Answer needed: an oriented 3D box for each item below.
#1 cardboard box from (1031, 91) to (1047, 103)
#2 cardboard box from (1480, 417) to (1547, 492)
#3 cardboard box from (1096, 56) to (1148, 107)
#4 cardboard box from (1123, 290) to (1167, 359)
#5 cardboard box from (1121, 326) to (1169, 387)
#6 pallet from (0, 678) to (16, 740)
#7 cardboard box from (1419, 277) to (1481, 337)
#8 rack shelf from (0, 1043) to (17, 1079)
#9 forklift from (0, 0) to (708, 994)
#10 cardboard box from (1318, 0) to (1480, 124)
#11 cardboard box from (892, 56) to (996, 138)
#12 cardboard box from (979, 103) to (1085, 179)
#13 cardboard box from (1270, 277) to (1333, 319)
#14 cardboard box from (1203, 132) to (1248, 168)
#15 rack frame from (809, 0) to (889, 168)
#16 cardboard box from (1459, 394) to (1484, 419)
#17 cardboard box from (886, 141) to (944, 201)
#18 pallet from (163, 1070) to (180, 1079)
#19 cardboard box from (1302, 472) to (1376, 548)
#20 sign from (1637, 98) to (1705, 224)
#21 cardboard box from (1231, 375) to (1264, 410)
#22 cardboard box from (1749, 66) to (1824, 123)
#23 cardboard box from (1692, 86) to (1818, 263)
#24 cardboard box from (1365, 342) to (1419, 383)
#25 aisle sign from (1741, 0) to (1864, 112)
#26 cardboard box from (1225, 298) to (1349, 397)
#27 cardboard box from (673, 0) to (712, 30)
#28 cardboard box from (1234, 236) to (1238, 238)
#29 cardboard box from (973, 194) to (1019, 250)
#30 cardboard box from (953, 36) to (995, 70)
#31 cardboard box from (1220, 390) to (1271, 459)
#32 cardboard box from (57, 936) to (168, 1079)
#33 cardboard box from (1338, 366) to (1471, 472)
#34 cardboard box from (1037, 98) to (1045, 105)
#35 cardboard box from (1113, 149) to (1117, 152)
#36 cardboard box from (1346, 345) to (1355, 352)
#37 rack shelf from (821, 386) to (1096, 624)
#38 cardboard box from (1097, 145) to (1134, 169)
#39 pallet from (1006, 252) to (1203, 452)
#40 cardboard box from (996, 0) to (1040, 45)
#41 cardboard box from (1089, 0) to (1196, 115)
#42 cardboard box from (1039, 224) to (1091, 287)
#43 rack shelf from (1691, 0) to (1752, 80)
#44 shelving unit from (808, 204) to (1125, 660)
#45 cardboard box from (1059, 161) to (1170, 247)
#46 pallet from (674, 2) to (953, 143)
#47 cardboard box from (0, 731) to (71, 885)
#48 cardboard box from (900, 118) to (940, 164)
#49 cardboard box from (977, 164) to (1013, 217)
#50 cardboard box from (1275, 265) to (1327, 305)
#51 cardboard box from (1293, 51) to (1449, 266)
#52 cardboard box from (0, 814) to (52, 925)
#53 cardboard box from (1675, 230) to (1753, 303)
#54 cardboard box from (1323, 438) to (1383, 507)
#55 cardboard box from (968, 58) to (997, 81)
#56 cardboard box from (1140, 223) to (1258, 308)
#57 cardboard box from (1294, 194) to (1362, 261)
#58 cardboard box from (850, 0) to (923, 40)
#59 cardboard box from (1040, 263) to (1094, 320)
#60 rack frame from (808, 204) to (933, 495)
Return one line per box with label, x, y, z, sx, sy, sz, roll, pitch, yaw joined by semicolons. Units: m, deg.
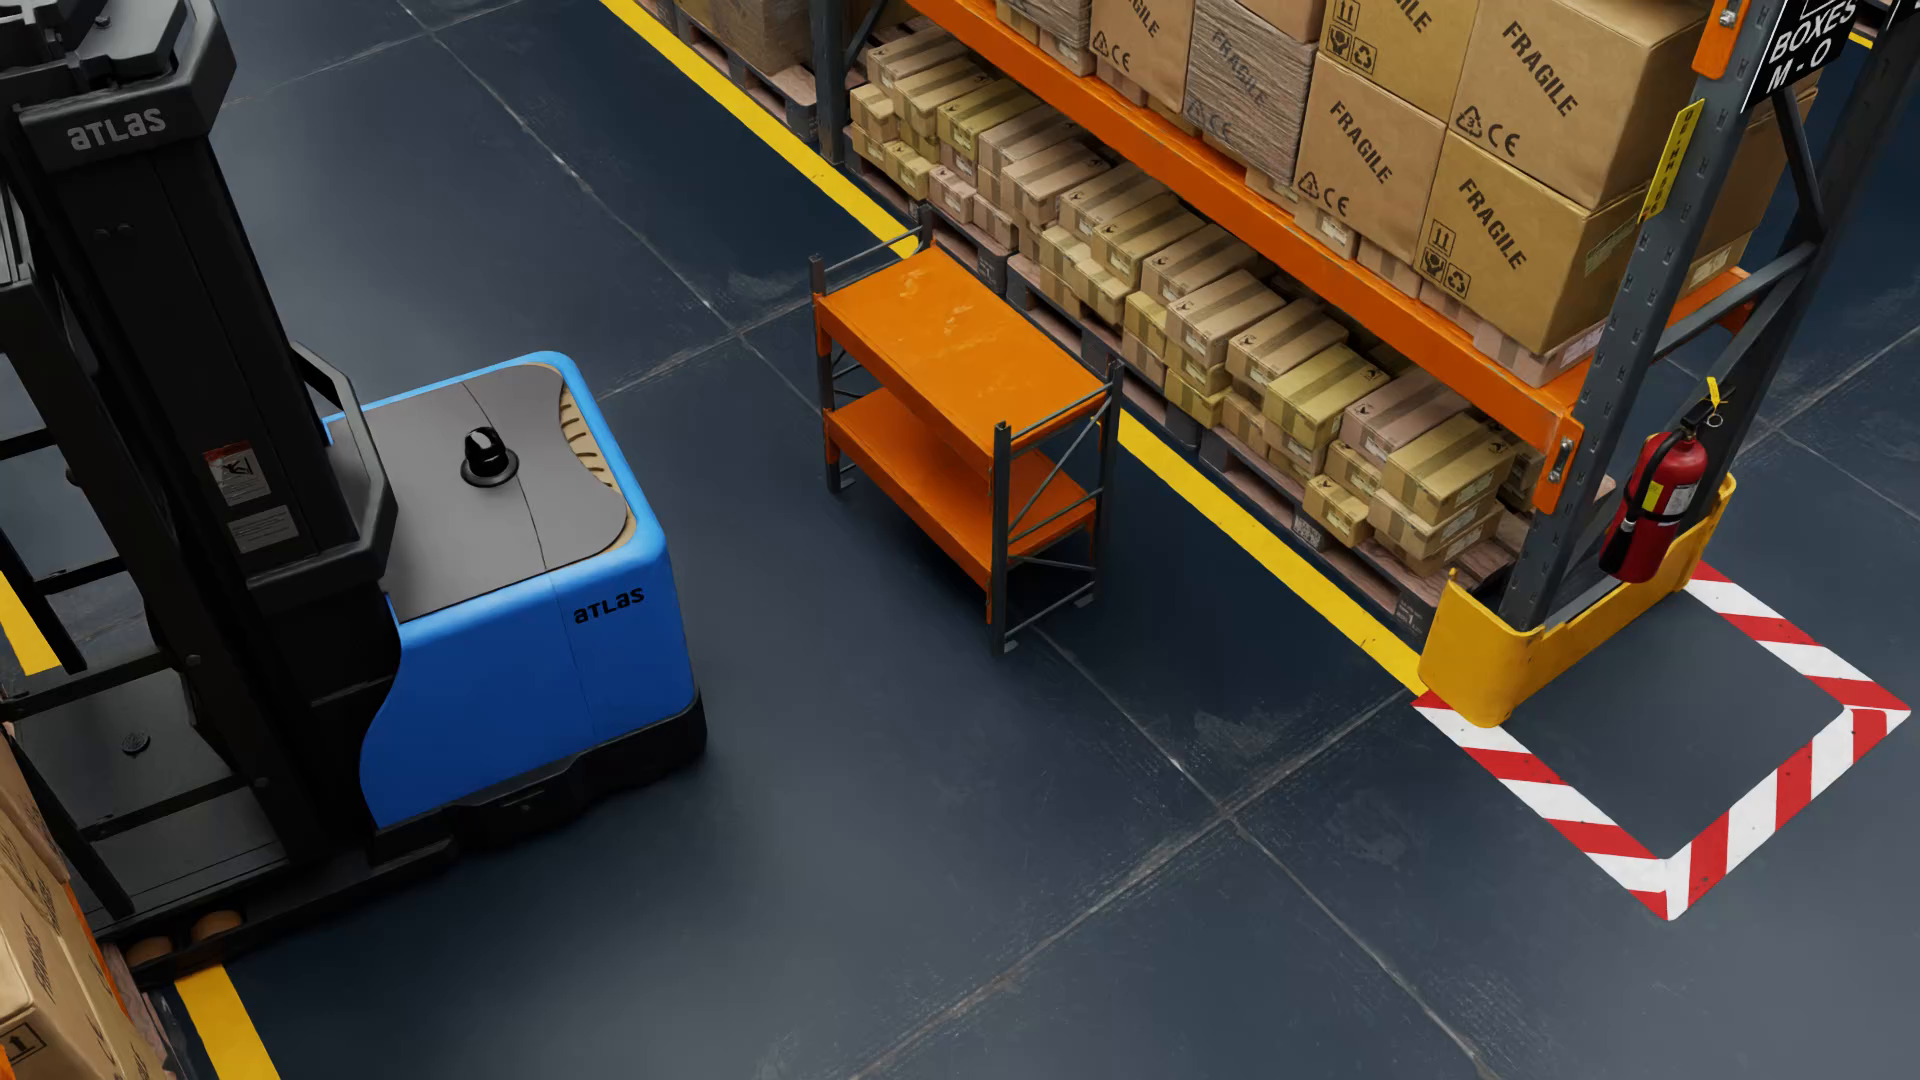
cardboard box;0.534;-2.037;7.311;0.380;0.149;0.250;-30;54;-24
cardboard box;2.078;-0.372;6.002;0.380;0.149;0.250;-27;53;-23
cardboard box;0.715;-1.733;5.966;0.380;0.149;0.250;-27;53;-23
cardboard box;0.864;-0.895;6.477;0.380;0.149;0.250;-27;53;-22
cardboard box;0.865;-0.797;6.589;0.380;0.149;0.250;-28;54;-23
pallet;-3.711;0.677;5.493;1.003;0.211;1.213;-29;54;-24
cardboard box;1.648;-0.809;5.128;0.380;0.149;0.250;-29;54;-24
rack shelf;-2.898;-0.329;2.985;1.077;0.370;4.000;-29;54;-24
forklift;-2.395;-0.085;4.349;3.031;2.935;1.130;-21;51;-18
cardboard box;1.409;-1.591;4.724;0.500;0.500;0.500;-31;55;-25
cardboard box;-0.068;-1.921;7.206;0.380;0.149;0.250;-27;53;-22
cardboard box;0.301;-1.651;6.961;0.380;0.149;0.250;-31;55;-25
cardboard box;1.433;-0.977;6.551;0.380;0.149;0.250;-32;55;-26
cardboard box;1.059;-1.444;5.704;0.380;0.149;0.250;-32;55;-25
rack frame;-0.231;-3.023;6.966;1.000;3.000;0.127;-29;54;-24
cardboard box;1.881;-0.618;6.024;0.380;0.149;0.250;-28;54;-23
cardboard box;-0.105;-1.691;7.399;0.380;0.149;0.250;-28;54;-23
pallet;-2.234;2.116;4.189;1.003;0.211;1.213;-29;54;-24
cardboard box;1.470;-0.171;6.021;0.380;0.149;0.250;-28;54;-23
sign;1.737;-0.922;4.066;0.100;0.325;0.005;-29;54;-24
cardboard box;1.247;-0.641;6.247;0.380;0.149;0.250;-30;54;-24
cardboard box;2.130;-1.517;4.658;0.500;0.500;0.500;-30;54;-24
cardboard box;2.139;-1.186;5.033;0.500;0.500;0.500;-27;53;-22
cardboard box;1.739;-0.663;6.267;0.380;0.149;0.250;-29;54;-24
aisle sign;1.996;-1.360;3.703;0.394;0.787;0.004;-29;54;-24
cardboard box;1.198;-0.697;6.096;0.380;0.149;0.250;-31;55;-25
cardboard box;-1.190;-2.950;8.304;0.500;0.500;0.500;-31;55;-25
cardboard box;1.080;-1.282;6.828;0.380;0.149;0.250;-27;53;-22
cardboard box;0.280;-1.440;7.172;0.380;0.149;0.250;-30;55;-25
cardboard box;0.192;-2.313;7.562;0.380;0.149;0.250;-28;54;-23
cardboard box;1.219;-0.505;6.324;0.380;0.149;0.250;-29;54;-24
cardboard box;-1.750;1.170;3.097;0.500;0.500;0.500;-30;54;-24
cardboard box;1.562;-0.420;5.845;0.380;0.149;0.250;-28;54;-23
cardboard box;0.563;-1.959;7.441;0.380;0.149;0.250;-31;55;-25
cardboard box;0.867;-1.730;7.033;0.380;0.149;0.250;-32;55;-26
cardboard box;1.681;-0.761;6.556;0.380;0.149;0.250;-29;54;-24
rack shelf;0.004;-0.210;6.011;0.538;0.278;1.000;-29;54;-24
cardboard box;0.806;-1.626;7.139;0.380;0.149;0.250;-28;54;-23
pallet;0.947;-0.986;7.002;1.003;0.211;1.213;-29;54;-24
cardboard box;0.359;-2.031;6.236;0.380;0.149;0.250;-28;54;-23
cardboard box;0.798;-1.847;5.631;0.500;0.500;0.500;-27;53;-22
cardboard box;0.546;-1.202;6.755;0.380;0.149;0.250;-30;54;-24
rack shelf;0.980;-2.609;5.052;1.077;0.370;4.000;-29;54;-24
shelving unit;0.004;-0.374;5.830;0.538;1.125;1.048;-29;54;-24
cardboard box;0.621;-1.340;6.680;0.380;0.149;0.250;-32;55;-25
pallet;-0.704;-2.545;8.414;1.003;0.211;1.213;-29;54;-24
cardboard box;-2.372;0.577;3.635;0.500;0.500;0.500;-30;54;-24
cardboard box;-0.042;-1.840;7.333;0.380;0.149;0.250;-29;54;-24
cardboard box;0.296;-1.552;7.072;0.380;0.149;0.250;-32;55;-26
cardboard box;1.454;-1.100;6.462;0.380;0.149;0.250;-27;53;-23
cardboard box;1.406;-1.253;5.093;0.500;0.500;0.500;-30;55;-25
cardboard box;-2.070;0.534;2.999;0.500;0.500;0.500;-31;55;-25
cardboard box;2.256;-0.918;5.227;0.380;0.149;0.250;-30;54;-24
cardboard box;1.529;-0.309;5.946;0.380;0.149;0.250;-31;55;-25
cardboard box;0.213;-2.263;7.717;0.380;0.149;0.250;-28;54;-23
cardboard box;0.920;-1.035;6.403;0.380;0.149;0.250;-31;55;-25
cardboard box;1.311;-1.090;5.383;0.380;0.149;0.250;-28;54;-23
cardboard box;-0.467;-2.879;8.239;0.500;0.500;0.500;-27;53;-23
cardboard box;0.552;-1.101;6.864;0.380;0.149;0.250;-31;55;-25
rack frame;-0.304;-0.674;6.101;0.500;1.125;0.032;-29;54;-24
